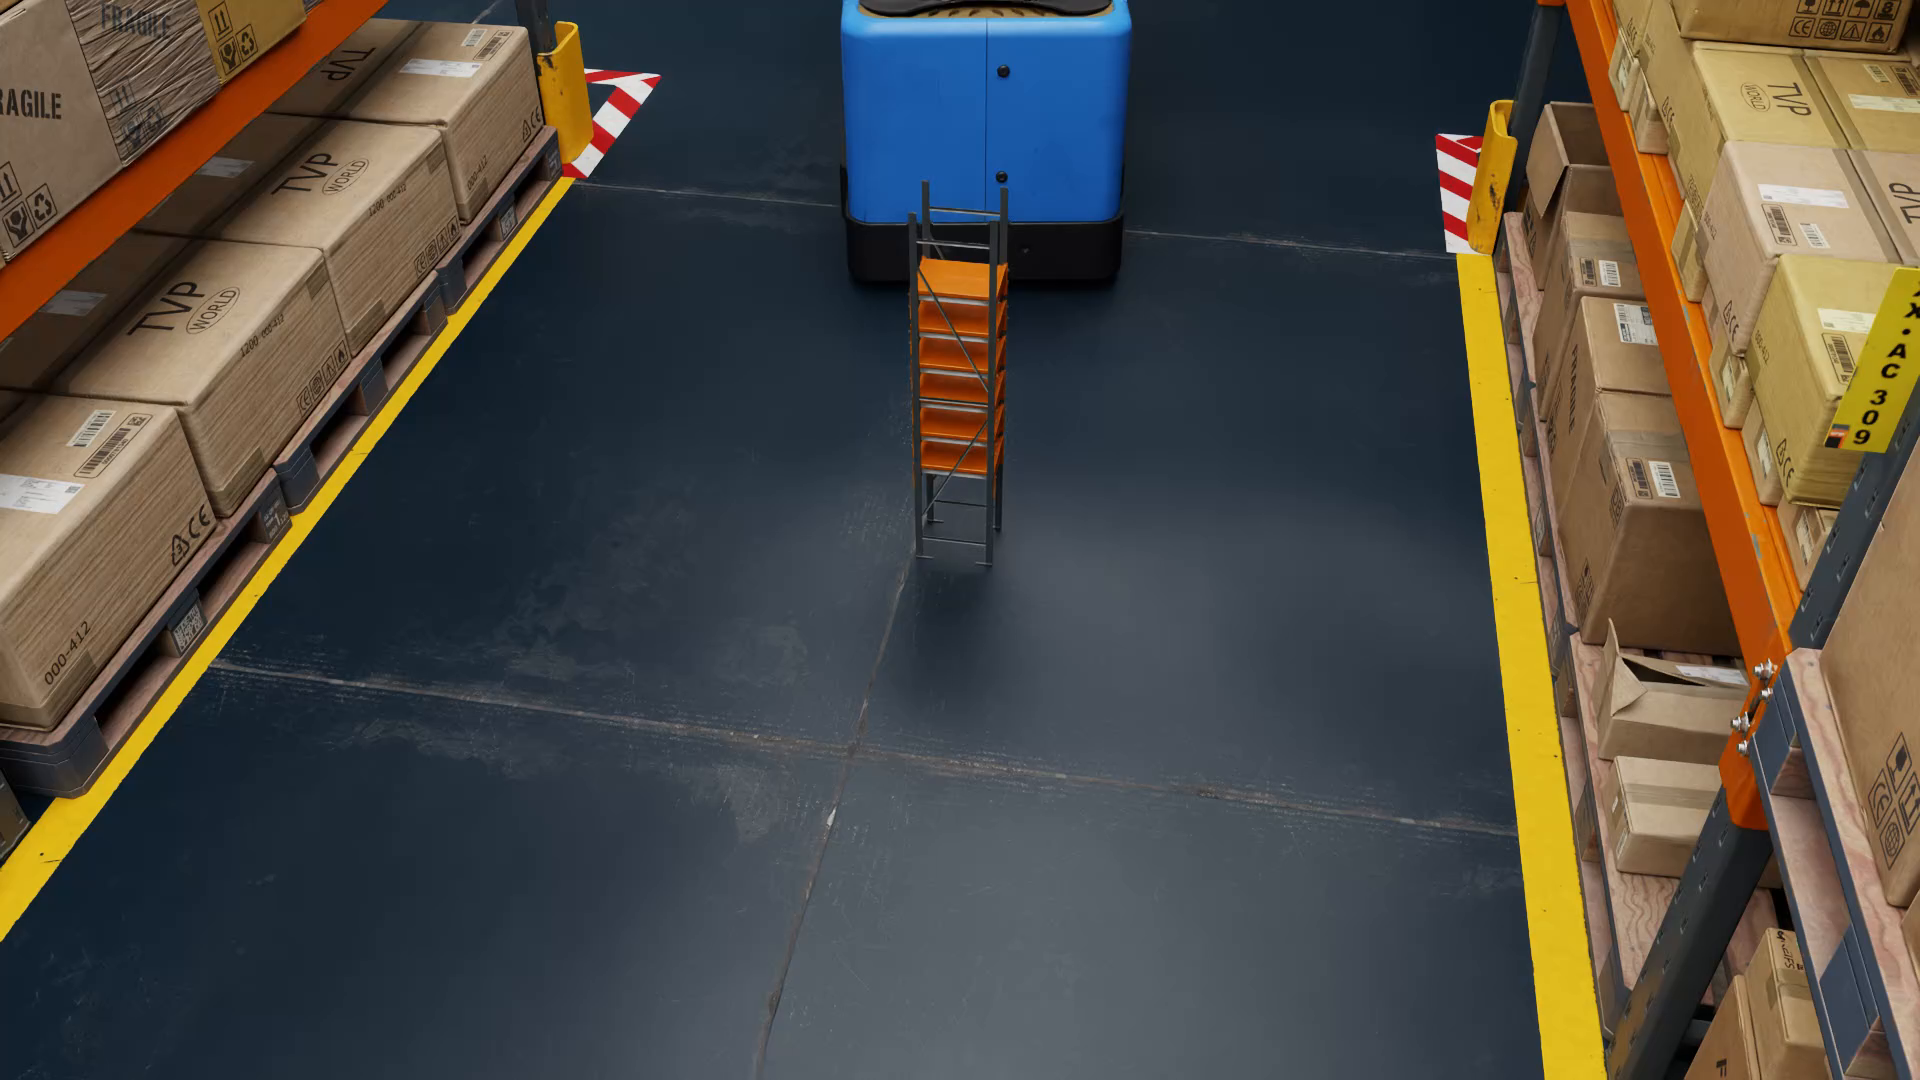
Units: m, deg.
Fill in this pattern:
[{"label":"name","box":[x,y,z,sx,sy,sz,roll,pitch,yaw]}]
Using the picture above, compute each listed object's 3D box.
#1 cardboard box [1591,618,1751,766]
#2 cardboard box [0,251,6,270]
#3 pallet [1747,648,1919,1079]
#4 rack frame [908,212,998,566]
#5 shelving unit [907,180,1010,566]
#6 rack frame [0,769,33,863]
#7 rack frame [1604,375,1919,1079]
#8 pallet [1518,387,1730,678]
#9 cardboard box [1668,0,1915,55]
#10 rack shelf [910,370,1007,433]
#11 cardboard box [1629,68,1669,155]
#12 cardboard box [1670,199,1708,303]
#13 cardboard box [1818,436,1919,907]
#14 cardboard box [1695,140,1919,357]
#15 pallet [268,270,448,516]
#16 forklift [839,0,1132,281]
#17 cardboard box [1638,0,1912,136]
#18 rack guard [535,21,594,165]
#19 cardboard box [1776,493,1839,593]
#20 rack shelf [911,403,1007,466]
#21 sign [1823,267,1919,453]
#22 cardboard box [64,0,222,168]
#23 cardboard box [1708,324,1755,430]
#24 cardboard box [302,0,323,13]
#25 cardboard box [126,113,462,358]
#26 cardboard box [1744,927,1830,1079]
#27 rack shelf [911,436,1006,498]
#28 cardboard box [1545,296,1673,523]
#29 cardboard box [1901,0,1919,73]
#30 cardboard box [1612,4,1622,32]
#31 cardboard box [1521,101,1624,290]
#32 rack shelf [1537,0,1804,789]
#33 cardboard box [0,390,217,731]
[{"label":"cardboard box","box":[1.831,0.405,4.222,0.396,0.266,0.258,8,40,9]},{"label":"cardboard box","box":[-2.588,-0.730,3.700,0.500,0.500,0.500,8,40,9]},{"label":"pallet","box":[1.716,0.683,2.221,1.003,0.211,1.213,6,40,8]},{"label":"rack frame","box":[-0.018,-0.396,4.787,0.240,1.200,0.006,6,40,8]},{"label":"shelving unit","box":[-0.002,-0.453,4.857,0.258,1.200,0.189,6,40,8]},{"label":"rack frame","box":[-2.928,-0.426,3.411,1.000,3.000,0.127,6,40,8]},{"label":"rack frame","box":[1.962,0.119,2.752,1.000,3.000,0.127,6,40,8]},{"label":"pallet","box":[2.291,-0.005,5.090,1.003,0.211,1.213,6,40,8]},{"label":"cardboard box","box":[2.051,-1.541,4.055,0.500,0.500,0.500,7,40,9]},{"label":"rack shelf","box":[-0.002,-0.419,4.885,0.258,0.103,0.180,6,40,8]},{"label":"cardboard box","box":[2.030,-1.148,4.481,0.380,0.149,0.250,7,40,9]},{"label":"cardboard box","box":[1.902,-0.669,3.902,0.380,0.149,0.250,6,40,7]},{"label":"cardboard box","box":[1.658,0.198,2.249,0.700,0.500,0.500,7,40,9]},{"label":"cardboard box","box":[1.882,-0.600,3.506,0.500,0.250,0.500,7,40,8]},{"label":"pallet","box":[-2.510,-0.588,5.795,1.003,0.211,1.213,6,40,8]},{"label":"forklift","box":[0.075,-3.028,6.613,1.130,2.935,3.031,0,40,-1]},{"label":"cardboard box","box":[2.071,-1.235,4.274,0.500,0.250,0.500,5,40,7]},{"label":"rack guard","box":[-2.231,-1.988,7.262,1.175,0.500,0.348,6,40,8]},{"label":"cardboard box","box":[1.768,-0.012,3.108,0.380,0.149,0.250,7,40,8]},{"label":"rack shelf","box":[-0.002,-0.327,4.961,0.258,0.103,0.180,6,40,8]},{"label":"sign","box":[1.426,-0.269,2.543,0.100,0.325,0.005,6,40,8]},{"label":"cardboard box","box":[-2.405,-1.357,4.458,0.500,0.500,0.500,7,40,8]},{"label":"cardboard box","box":[1.813,-0.344,3.509,0.380,0.149,0.250,7,40,9]},{"label":"cardboard box","box":[-2.239,-2.006,5.243,0.500,0.500,0.500,7,40,9]},{"label":"cardboard box","box":[-2.401,-1.110,5.920,0.875,0.438,0.875,7,40,9]},{"label":"cardboard box","box":[1.638,0.866,2.971,0.380,0.149,0.250,8,40,10]},{"label":"rack shelf","box":[-0.003,-0.234,5.038,0.258,0.103,0.180,6,40,8]},{"label":"cardboard box","box":[2.079,-0.363,4.968,0.500,0.500,0.500,7,40,8]},{"label":"cardboard box","box":[2.564,-1.168,4.193,0.500,0.250,0.500,6,40,8]},{"label":"cardboard box","box":[2.213,-1.633,5.068,0.380,0.149,0.250,8,40,9]},{"label":"cardboard box","box":[2.455,-1.218,5.998,0.797,0.503,0.637,5,40,6]},{"label":"rack shelf","box":[2.308,-0.859,4.499,1.077,0.370,4.000,6,40,8]},{"label":"cardboard box","box":[-2.713,0.018,4.556,0.875,0.438,0.875,6,40,7]}]
